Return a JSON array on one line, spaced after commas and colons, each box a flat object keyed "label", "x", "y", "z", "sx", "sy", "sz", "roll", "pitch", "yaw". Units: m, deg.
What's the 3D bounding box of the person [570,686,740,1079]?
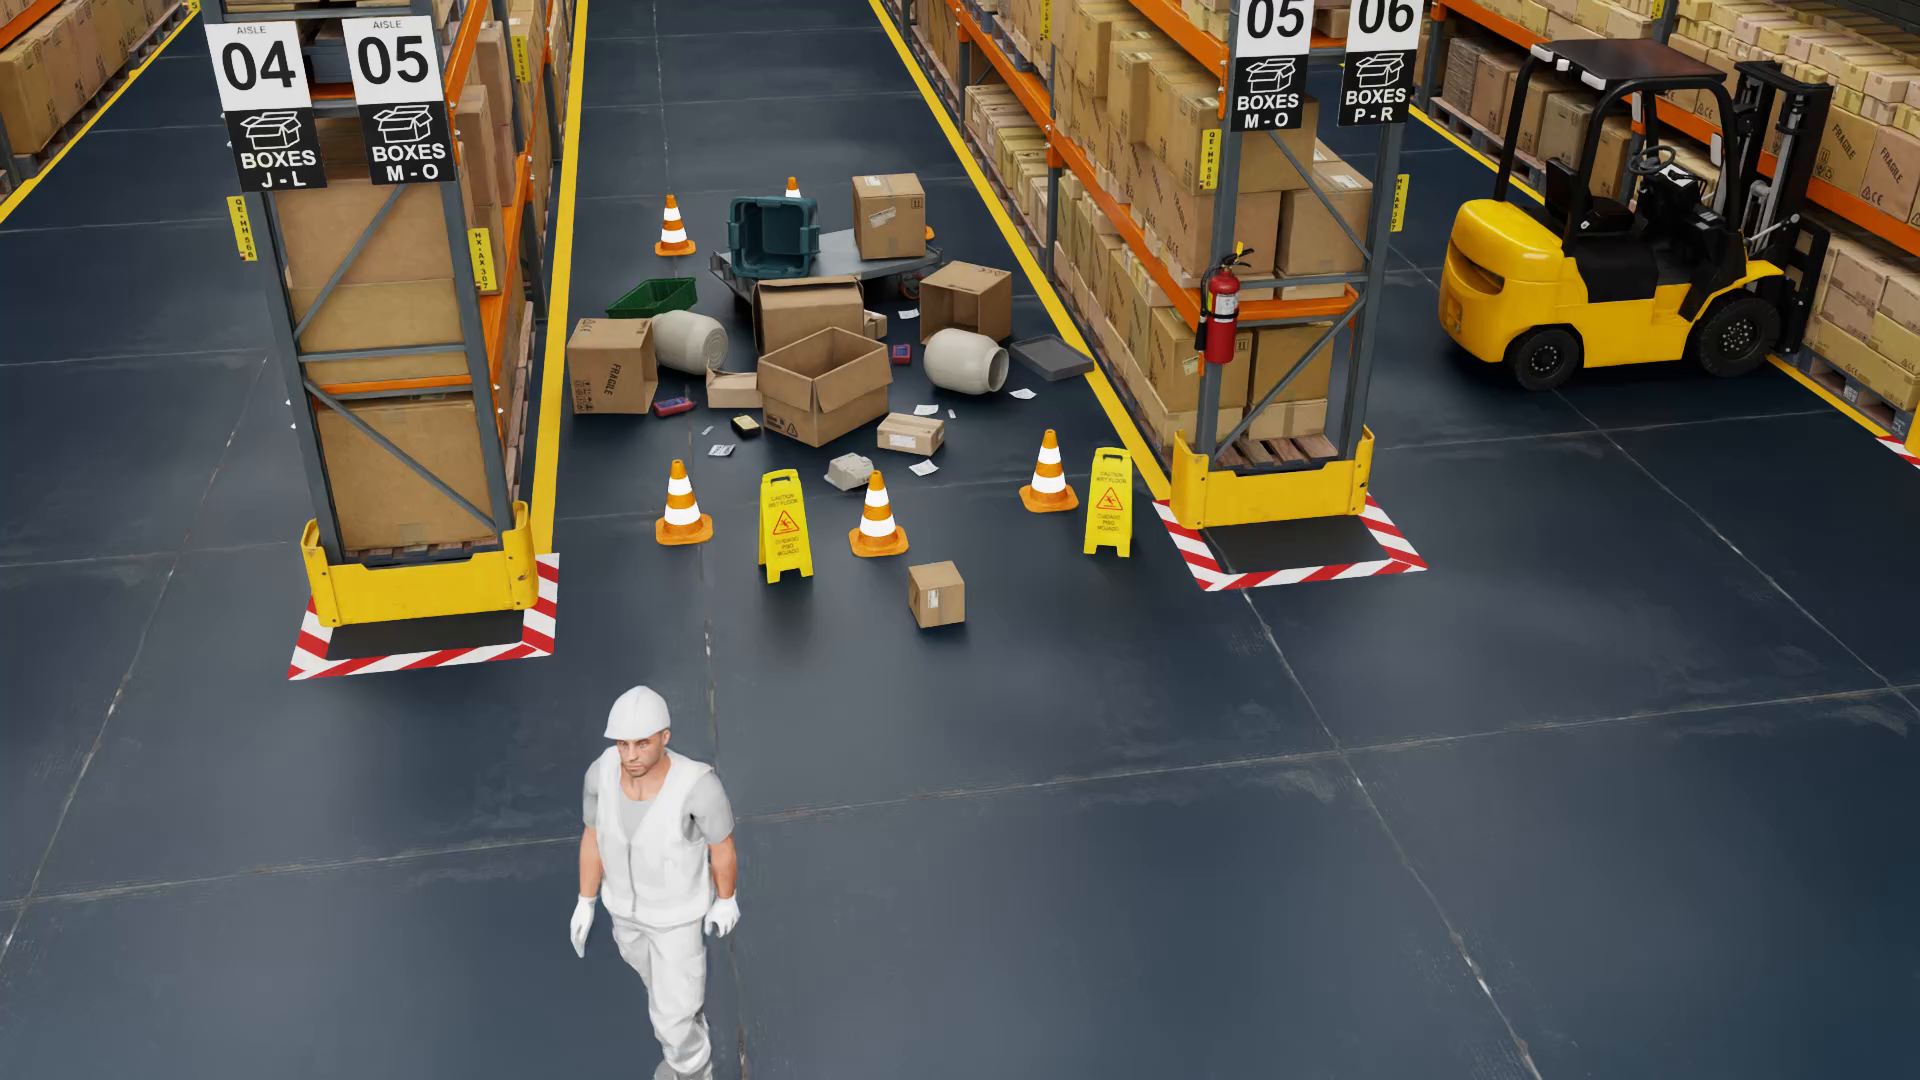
[{"label": "person", "x": -1.076, "y": 1.325, "z": 5.864, "sx": 0.528, "sy": 1.839, "sz": 0.495, "roll": 12, "pitch": 33, "yaw": 20}]
